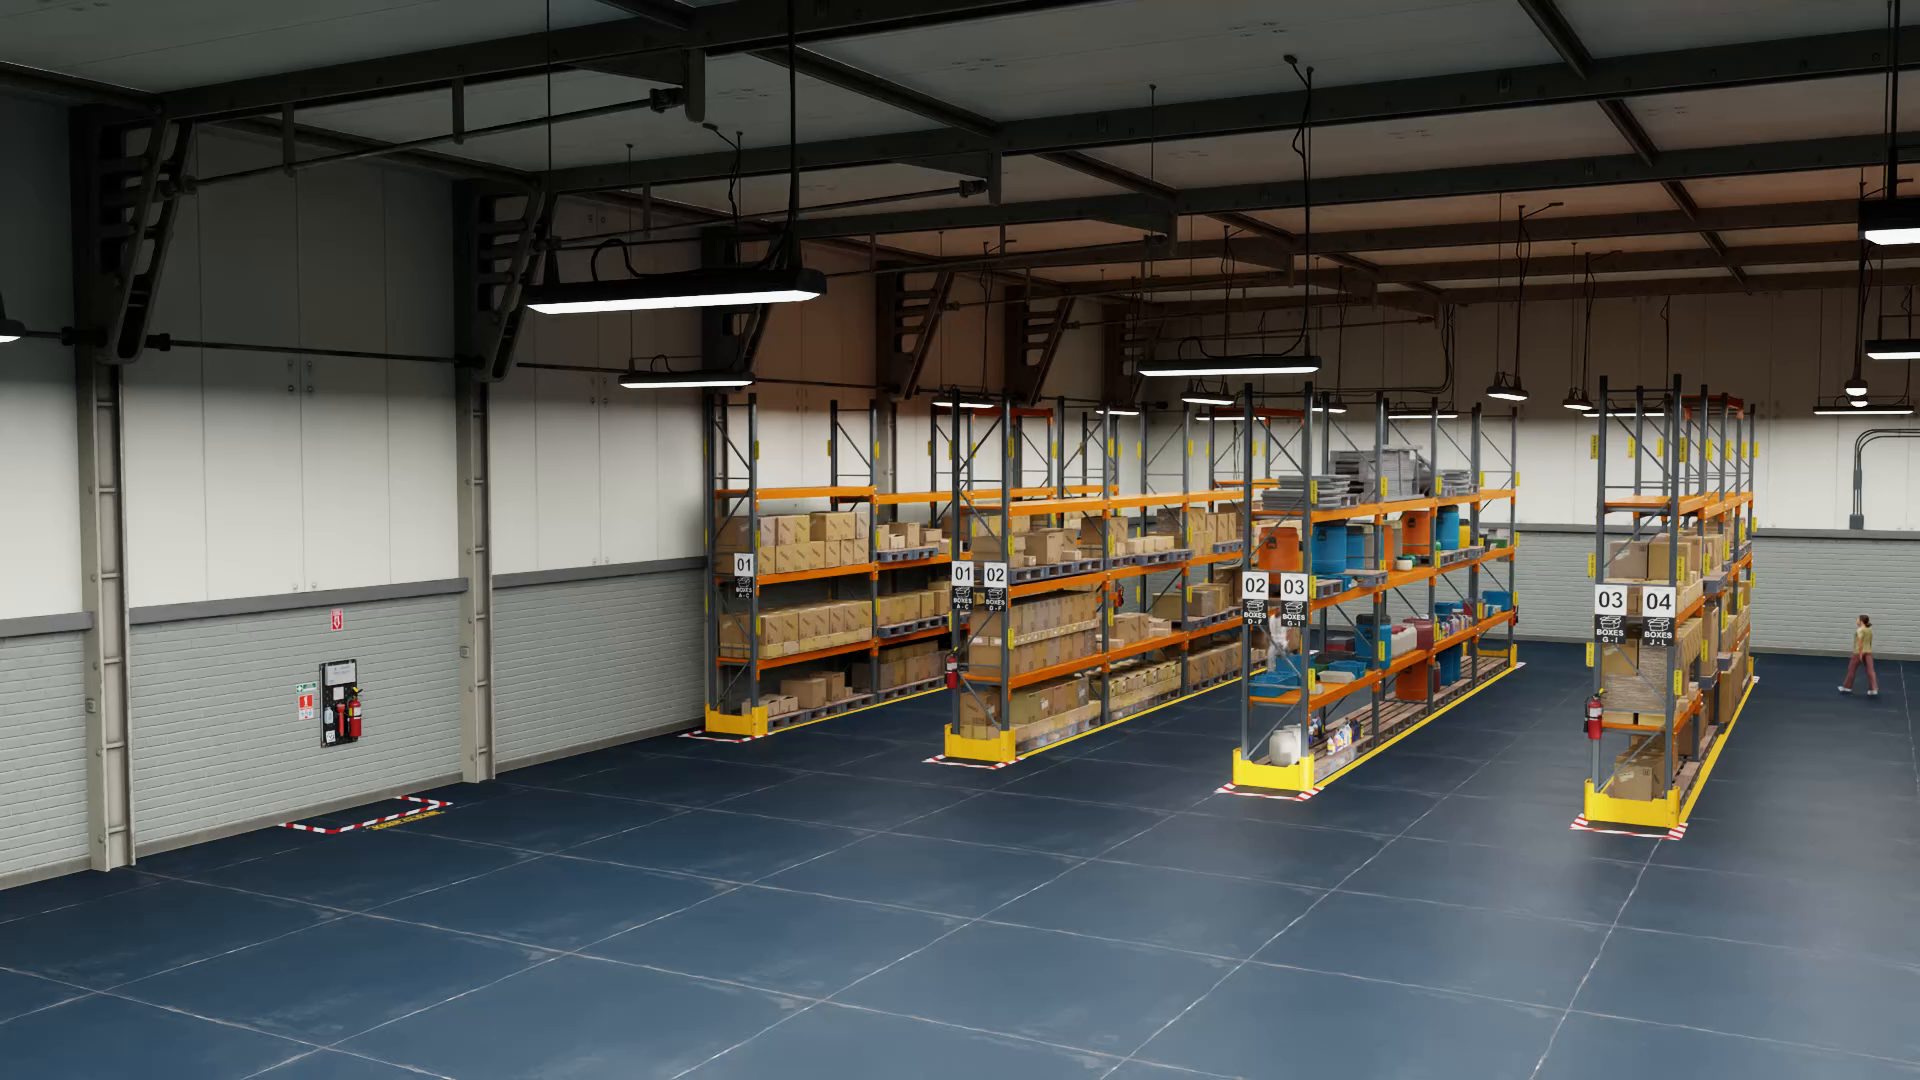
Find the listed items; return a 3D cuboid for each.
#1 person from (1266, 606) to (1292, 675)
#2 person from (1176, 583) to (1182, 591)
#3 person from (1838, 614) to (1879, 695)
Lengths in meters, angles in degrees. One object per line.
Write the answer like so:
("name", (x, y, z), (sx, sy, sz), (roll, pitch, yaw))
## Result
("person", (6.834, 2.187, 35.610), (0.535, 1.711, 1.087), (1, 3, 25))
("person", (5.347, 1.918, 40.608), (0.597, 1.724, 1.055), (2, 4, 31))
("person", (18.454, 2.323, 34.005), (0.436, 1.610, 0.983), (0, 3, -3))
